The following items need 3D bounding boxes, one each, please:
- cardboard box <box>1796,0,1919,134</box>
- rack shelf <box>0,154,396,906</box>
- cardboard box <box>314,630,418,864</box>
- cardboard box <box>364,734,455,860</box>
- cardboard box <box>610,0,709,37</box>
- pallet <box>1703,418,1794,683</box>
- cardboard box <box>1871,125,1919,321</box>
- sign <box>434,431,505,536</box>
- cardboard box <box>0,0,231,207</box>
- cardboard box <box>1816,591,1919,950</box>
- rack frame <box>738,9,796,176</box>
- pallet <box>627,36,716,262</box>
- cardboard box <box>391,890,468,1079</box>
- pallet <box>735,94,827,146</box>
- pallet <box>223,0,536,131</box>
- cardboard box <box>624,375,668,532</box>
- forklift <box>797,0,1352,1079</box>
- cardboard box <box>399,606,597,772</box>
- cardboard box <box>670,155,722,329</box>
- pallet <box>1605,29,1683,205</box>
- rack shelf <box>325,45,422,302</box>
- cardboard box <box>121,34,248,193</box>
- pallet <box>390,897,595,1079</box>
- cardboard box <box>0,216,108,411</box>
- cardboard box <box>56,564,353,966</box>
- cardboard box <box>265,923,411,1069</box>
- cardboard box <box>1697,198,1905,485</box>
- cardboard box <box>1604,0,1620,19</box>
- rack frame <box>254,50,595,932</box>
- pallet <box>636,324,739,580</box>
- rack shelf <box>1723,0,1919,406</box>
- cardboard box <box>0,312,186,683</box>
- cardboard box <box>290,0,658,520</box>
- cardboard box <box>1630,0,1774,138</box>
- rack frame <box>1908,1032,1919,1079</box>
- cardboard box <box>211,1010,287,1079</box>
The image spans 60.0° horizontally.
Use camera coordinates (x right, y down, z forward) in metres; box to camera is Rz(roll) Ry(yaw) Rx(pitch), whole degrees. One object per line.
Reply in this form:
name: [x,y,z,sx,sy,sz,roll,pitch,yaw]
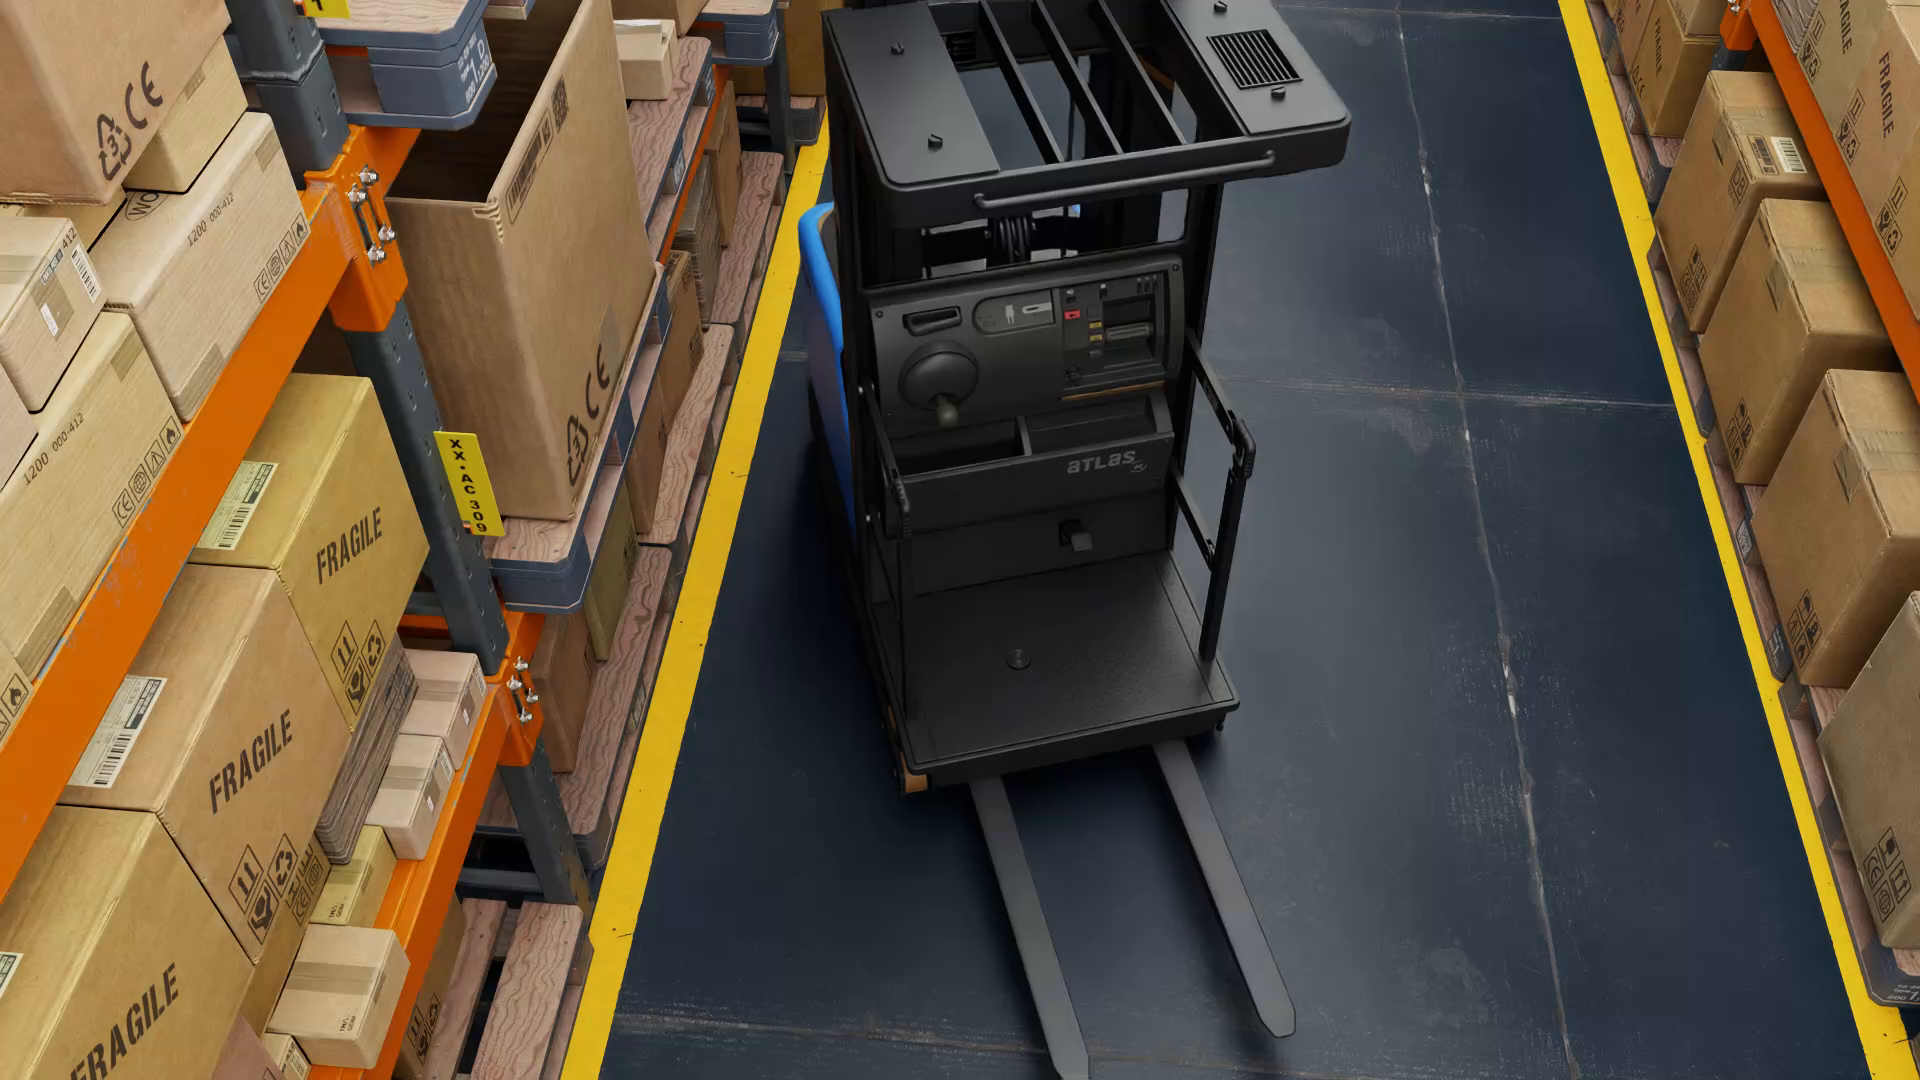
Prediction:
cardboard box: [3.295,-1.741,5.742,0.500,0.500,0.500,3,48,3]
rack shelf: [-1.828,0.838,1.905,1.077,0.370,4.000,4,48,4]
cardboard box: [-1.749,0.331,3.645,0.875,0.500,0.500,4,48,4]
cardboard box: [-1.405,0.584,3.853,0.380,0.149,0.250,4,48,4]
cardboard box: [-1.242,-2.160,5.840,0.700,0.500,0.500,10,48,9]
pallet: [3.388,0.016,6.092,1.003,0.211,1.213,4,48,4]
cardboard box: [3.201,-1.005,5.069,0.500,0.500,0.500,3,48,3]
sign: [-1.105,-0.123,3.743,0.100,0.325,0.005,4,48,4]
cardboard box: [-1.433,-0.829,2.335,0.500,0.500,0.500,3,48,2]
cardboard box: [3.251,0.702,4.816,1.050,0.750,0.750,4,48,3]
rack frame: [-1.282,-2.801,6.779,1.000,3.000,0.127,4,48,4]
pallet: [-1.421,-1.279,5.517,1.003,0.211,1.213,4,48,4]
cardboard box: [-1.722,1.131,4.592,0.500,0.500,0.500,3,48,2]
pallet: [-1.135,-2.434,8.333,1.003,0.211,1.213,4,48,4]
pallet: [-1.484,-1.257,3.461,1.213,0.211,1.003,4,48,4]
cardboard box: [-1.456,-0.377,5.958,0.700,0.500,0.500,0,48,0]
forklift: [0.259,-0.476,4.699,1.130,2.935,3.031,-10,48,-9]
cardboard box: [-1.569,0.384,5.262,0.700,0.500,0.500,1,48,1]
cardboard box: [-1.360,-1.204,6.714,0.700,0.500,0.500,0,48,0]
pallet: [3.721,-2.026,7.960,1.003,0.211,1.213,4,48,4]
rack shelf: [-1.464,-2.101,4.593,1.077,0.370,4.000,4,48,4]
cardboard box: [-1.388,-0.700,2.656,0.380,0.149,0.250,5,48,5]
pallet: [-1.672,1.575,4.666,1.003,0.211,1.213,4,48,4]
cardboard box: [-1.440,-0.319,2.308,0.380,0.149,0.250,2,48,2]
cardboard box: [-1.457,0.383,2.920,0.500,0.500,0.500,4,48,4]
cardboard box: [-1.400,0.955,3.514,0.380,0.149,0.250,4,48,4]
cardboard box: [3.427,-0.692,6.090,1.050,0.750,0.750,5,48,4]
cardboard box: [3.531,-2.963,8.337,0.500,0.500,0.500,2,48,2]
rack frame: [-1.646,0.138,4.091,1.000,3.000,0.127,4,48,4]
pallet: [-1.468,-0.392,6.465,1.003,0.211,1.213,4,48,4]
rack shelf: [3.466,-0.681,5.327,1.077,0.370,4.000,4,48,4]
cardboard box: [-1.486,-0.088,2.366,0.500,0.250,0.500,5,48,5]
cardboard box: [-1.434,-0.780,4.240,1.000,1.000,1.000,4,48,4]
cardboard box: [3.448,-2.192,7.632,0.500,0.500,0.500,4,48,3]
rack frame: [3.284,0.546,3.718,1.000,3.000,0.127,4,48,4]
cardboard box: [-1.775,1.070,2.969,0.875,0.500,0.500,4,48,4]
